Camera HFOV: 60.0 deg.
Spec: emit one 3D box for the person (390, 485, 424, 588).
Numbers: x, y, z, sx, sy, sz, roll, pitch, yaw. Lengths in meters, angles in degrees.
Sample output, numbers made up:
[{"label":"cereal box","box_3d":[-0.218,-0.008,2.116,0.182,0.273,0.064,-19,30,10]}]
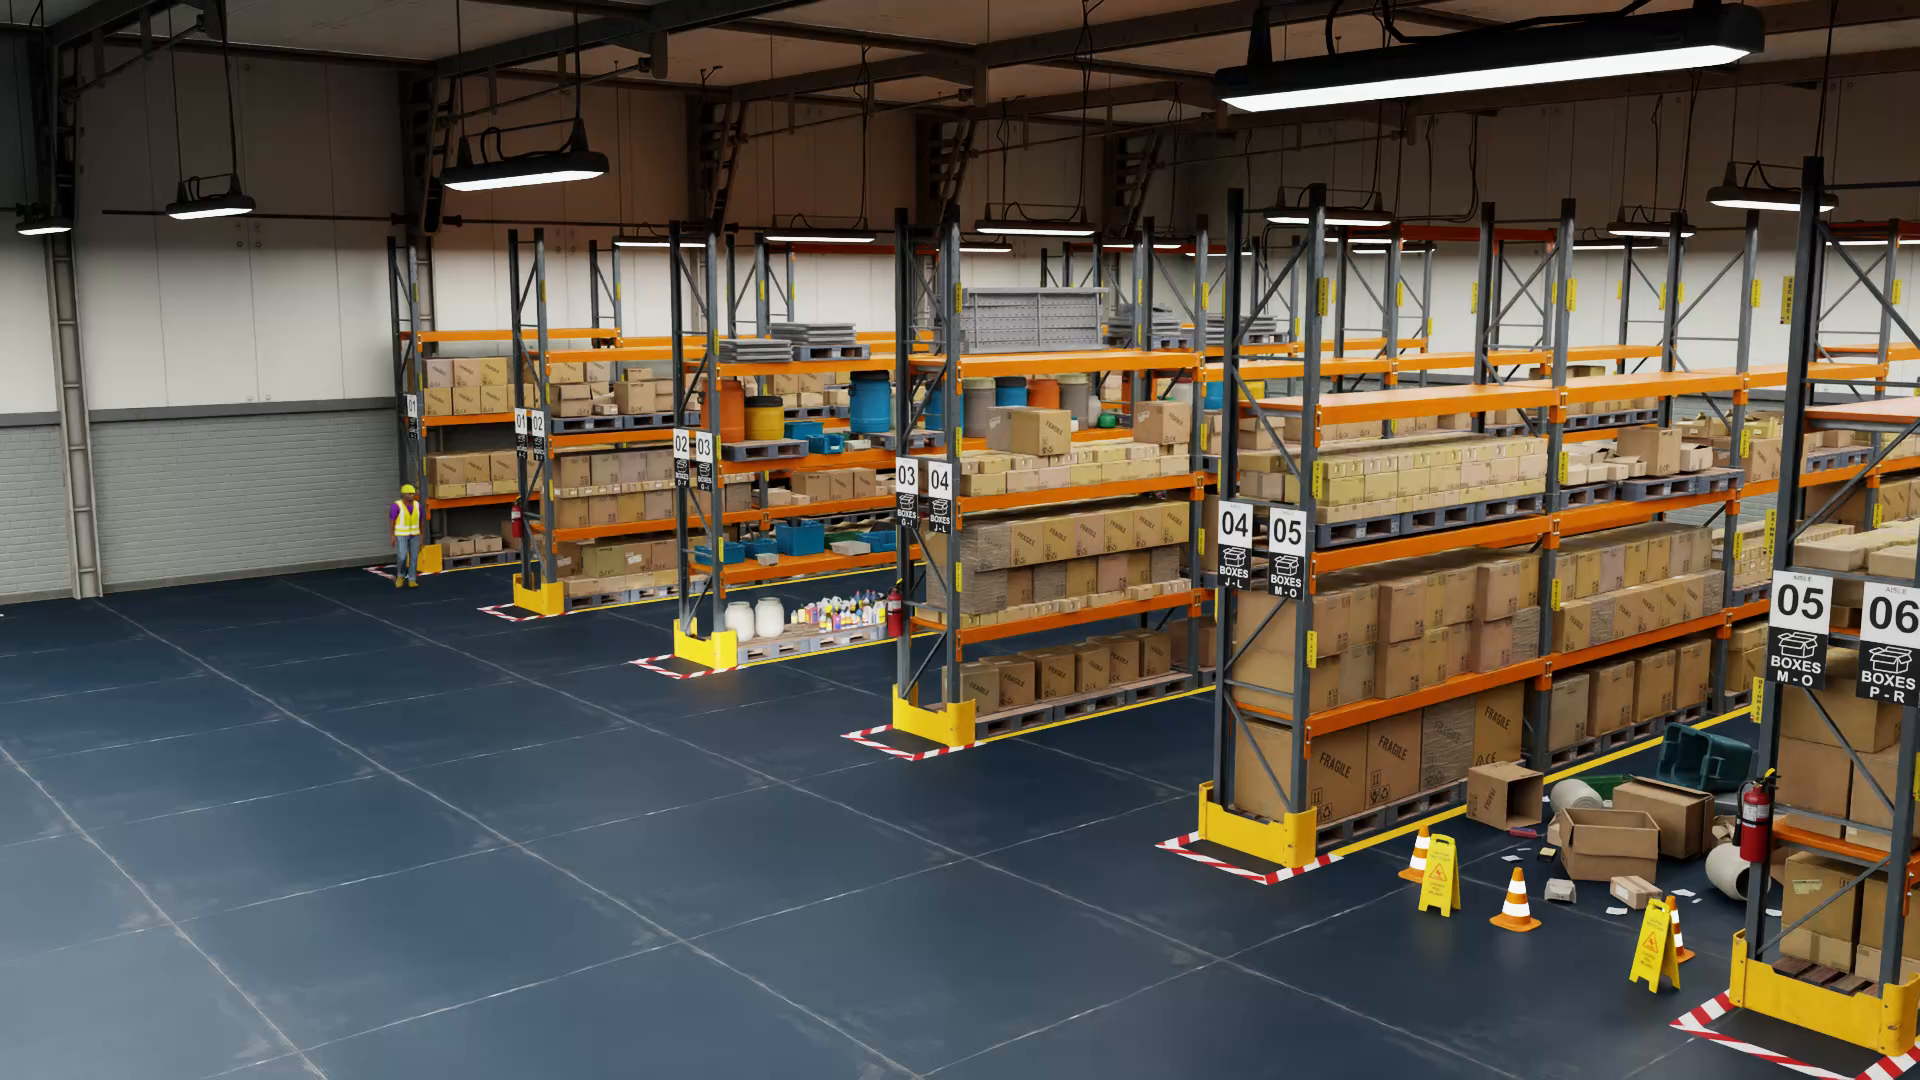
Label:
[{"label":"person","box_3d":[-9.409,-0.066,28.321,0.607,1.765,0.449,-7,11,-38]}]
